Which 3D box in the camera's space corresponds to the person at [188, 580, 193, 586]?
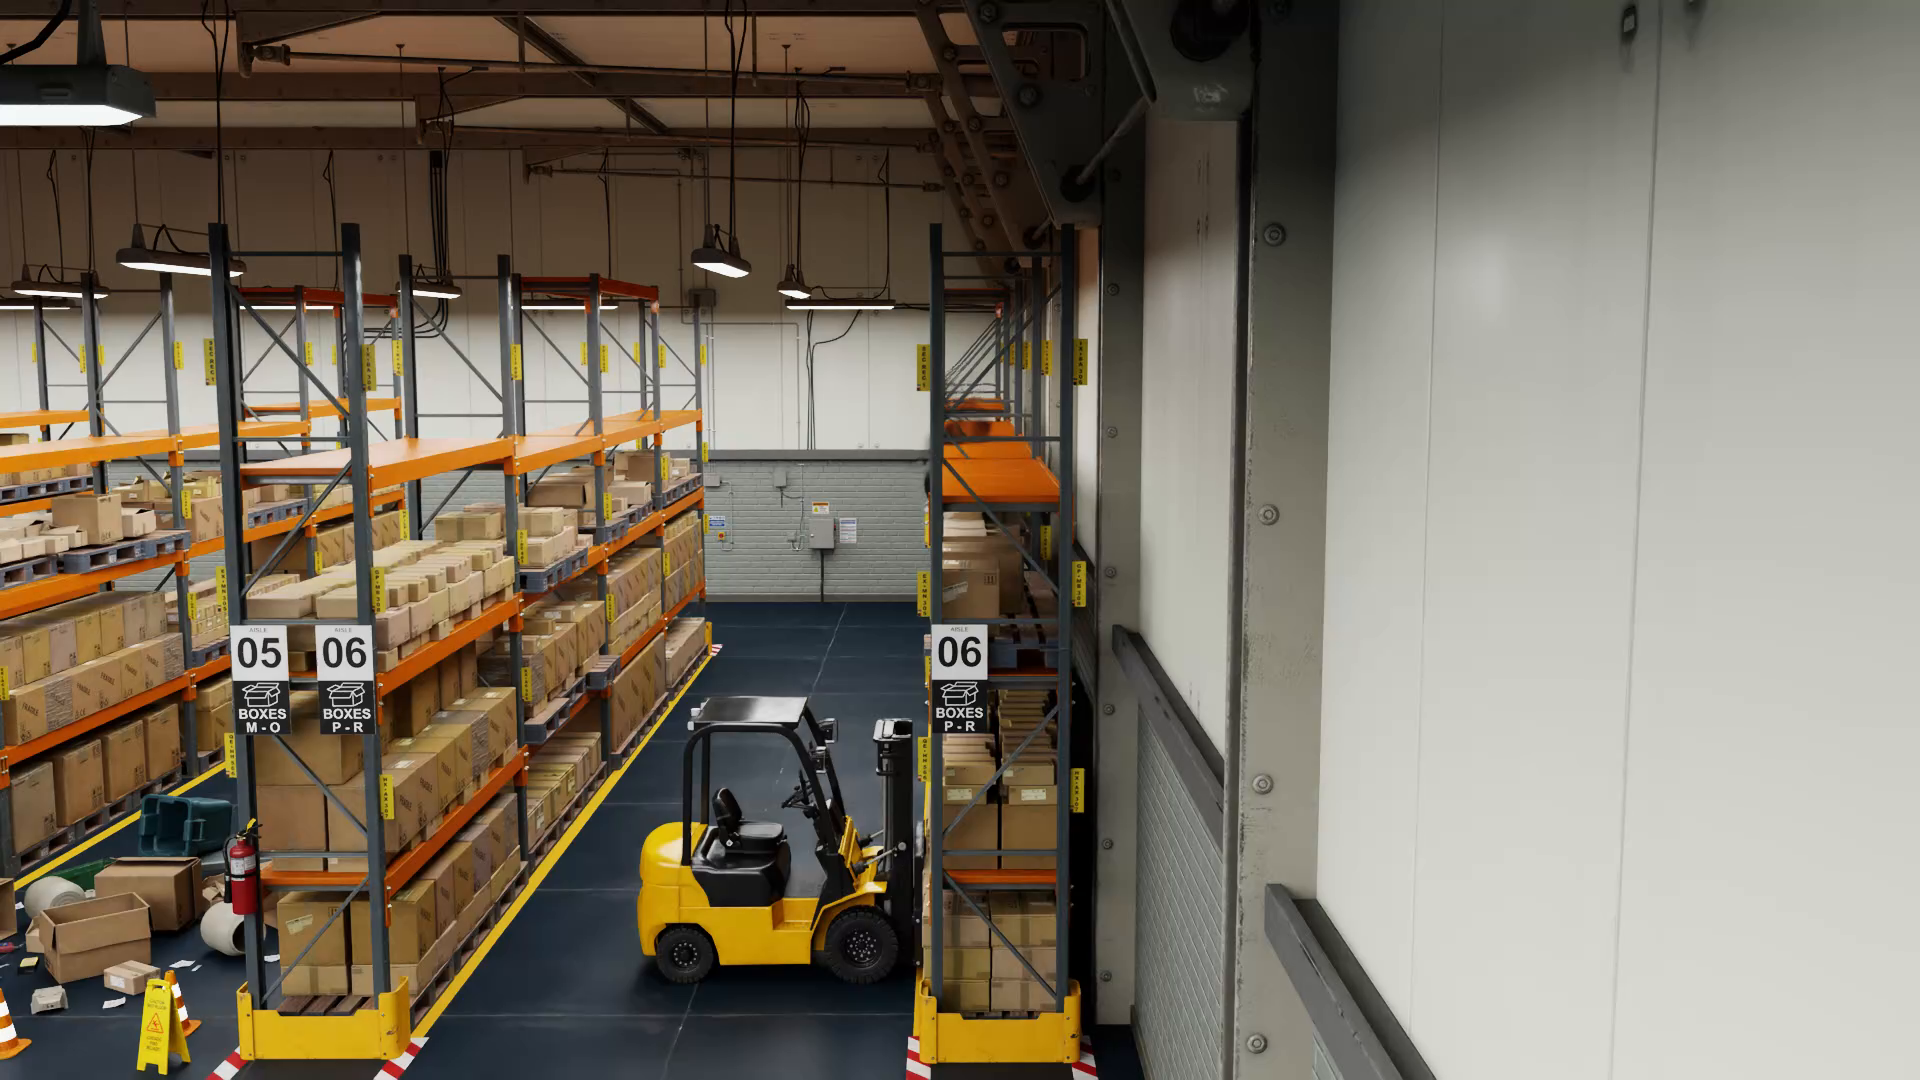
[{"bbox_3d":[-11.342,1.450,24.574,0.636,1.766,0.855,0,7,3],"label":"person"}]
